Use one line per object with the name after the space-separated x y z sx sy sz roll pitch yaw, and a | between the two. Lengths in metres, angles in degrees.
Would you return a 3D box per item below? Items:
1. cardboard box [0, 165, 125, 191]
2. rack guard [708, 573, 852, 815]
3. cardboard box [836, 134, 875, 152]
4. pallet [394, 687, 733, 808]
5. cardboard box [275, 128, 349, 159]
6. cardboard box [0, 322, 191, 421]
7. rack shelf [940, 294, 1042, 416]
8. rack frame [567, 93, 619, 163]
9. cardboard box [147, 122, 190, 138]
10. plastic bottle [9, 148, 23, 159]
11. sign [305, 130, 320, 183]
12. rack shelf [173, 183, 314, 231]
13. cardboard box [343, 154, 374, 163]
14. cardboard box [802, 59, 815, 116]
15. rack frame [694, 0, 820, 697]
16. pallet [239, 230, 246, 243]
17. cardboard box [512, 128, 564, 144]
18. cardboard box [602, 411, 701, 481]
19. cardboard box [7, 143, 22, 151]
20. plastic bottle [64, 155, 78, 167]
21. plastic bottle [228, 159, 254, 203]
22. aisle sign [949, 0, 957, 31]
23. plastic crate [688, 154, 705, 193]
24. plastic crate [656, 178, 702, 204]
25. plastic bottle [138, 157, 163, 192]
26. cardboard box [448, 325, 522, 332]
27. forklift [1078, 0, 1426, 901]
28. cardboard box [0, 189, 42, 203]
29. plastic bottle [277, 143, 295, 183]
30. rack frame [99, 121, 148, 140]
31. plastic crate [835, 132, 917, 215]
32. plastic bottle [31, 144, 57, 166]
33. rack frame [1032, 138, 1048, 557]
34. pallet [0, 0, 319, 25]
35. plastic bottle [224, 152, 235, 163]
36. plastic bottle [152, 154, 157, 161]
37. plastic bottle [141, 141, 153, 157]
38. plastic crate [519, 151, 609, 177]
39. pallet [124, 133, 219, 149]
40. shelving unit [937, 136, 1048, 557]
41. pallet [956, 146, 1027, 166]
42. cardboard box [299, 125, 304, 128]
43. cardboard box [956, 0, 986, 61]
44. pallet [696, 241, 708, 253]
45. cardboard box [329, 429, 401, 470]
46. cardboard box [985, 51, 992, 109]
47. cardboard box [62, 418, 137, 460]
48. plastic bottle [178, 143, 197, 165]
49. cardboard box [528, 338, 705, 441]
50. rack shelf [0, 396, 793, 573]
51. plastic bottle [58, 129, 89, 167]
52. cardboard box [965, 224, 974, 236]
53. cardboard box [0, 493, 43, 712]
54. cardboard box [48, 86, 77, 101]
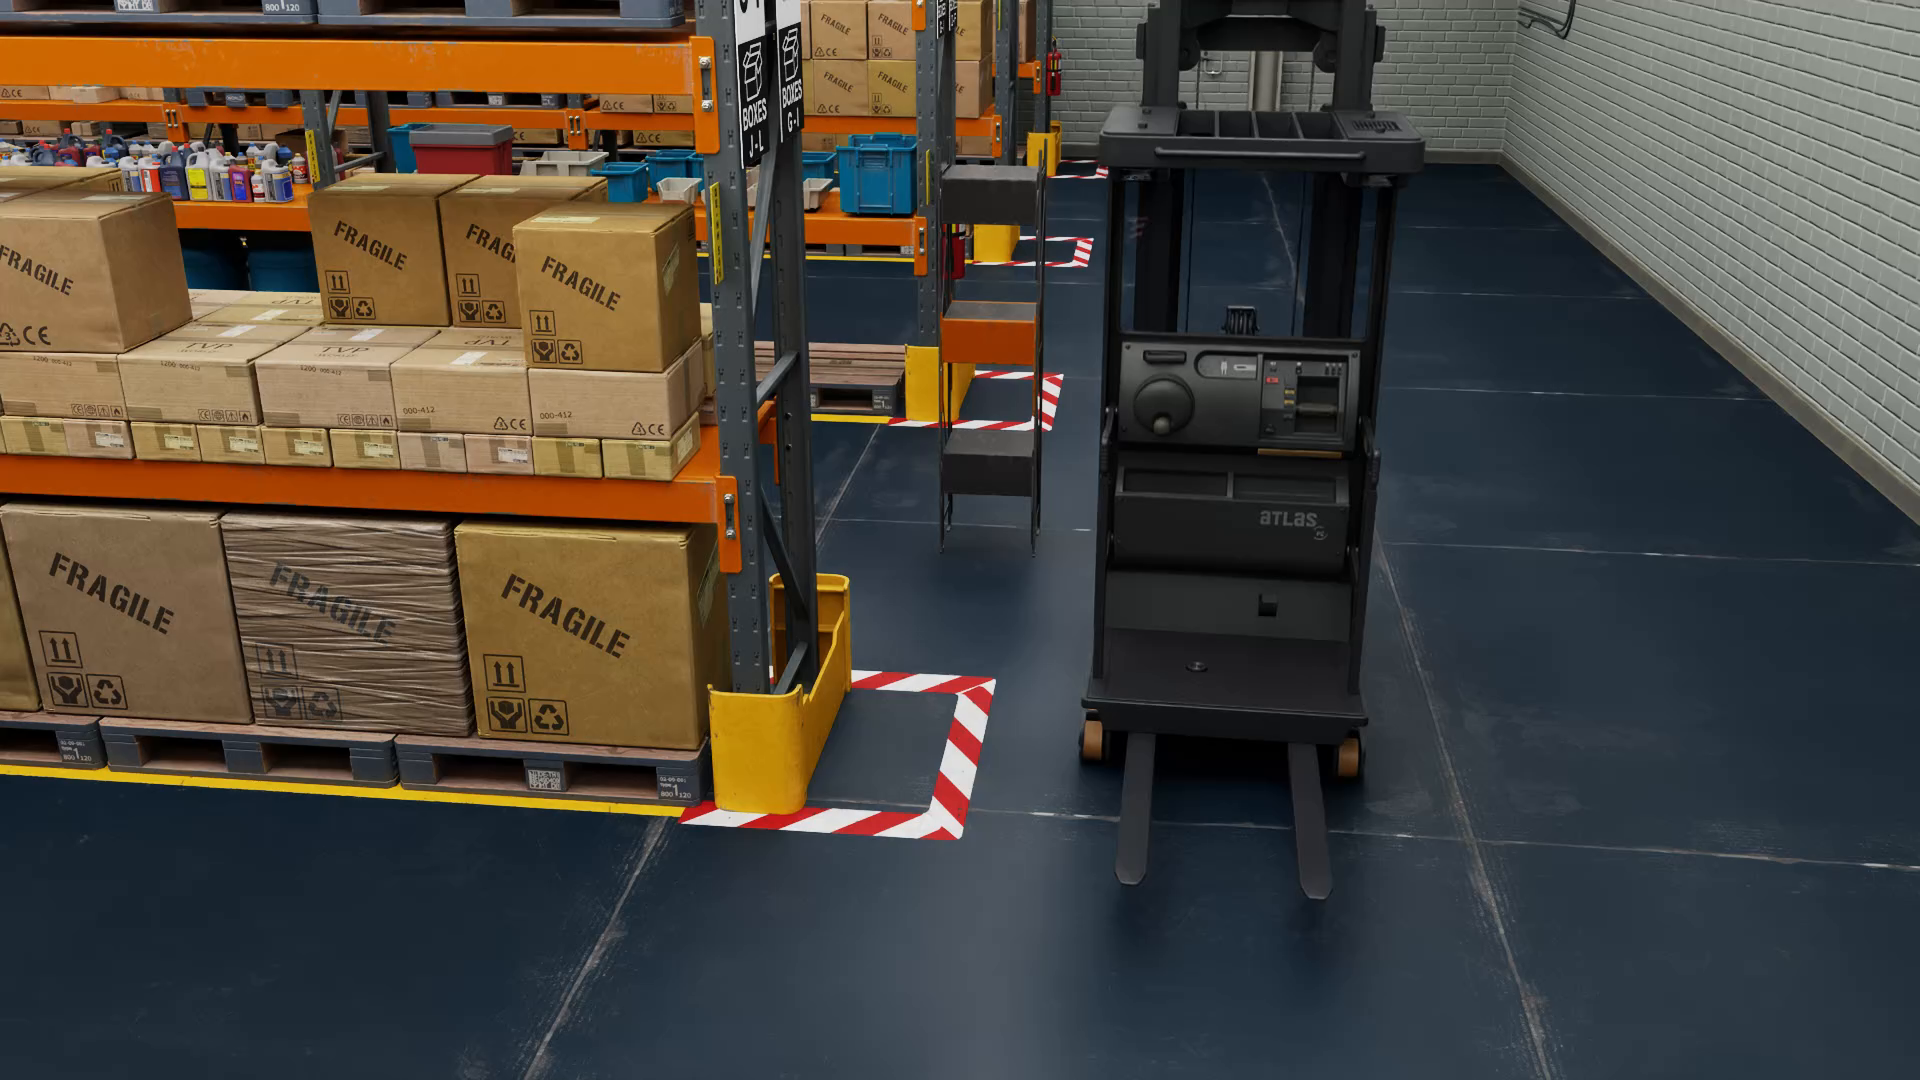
-3.720 -1.217 6.718 0.500 0.500 0.500 3 22 7 | cardboard box
-0.709 0.591 6.764 0.348 0.500 1.175 2 22 6 | rack guard
-1.217 -5.088 20.557 0.500 0.500 0.700 3 22 8 | cardboard box
-1.536 0.719 6.835 1.213 0.211 1.003 2 22 6 | pallet
-6.495 -3.970 16.683 0.500 0.250 0.500 3 22 8 | cardboard box
-3.261 -0.654 6.314 0.500 0.250 0.500 3 22 8 | cardboard box
0.164 -0.957 8.541 0.480 0.518 0.431 2 22 6 | rack shelf
-3.535 -4.362 15.893 0.127 3.000 1.000 2 22 6 | rack frame
-10.167 -5.533 21.657 0.500 0.500 0.700 3 22 8 | cardboard box
-6.817 -2.730 12.035 0.097 0.201 0.097 0 22 0 | plastic bottle
-4.188 -2.481 10.760 0.005 0.325 0.100 2 22 6 | sign
-6.108 -2.305 11.670 4.000 0.370 1.077 2 22 6 | rack shelf
-6.037 -3.600 16.767 0.500 0.500 0.500 2 22 4 | cardboard box
-1.551 -4.222 15.403 0.500 0.500 0.500 2 22 6 | cardboard box
-0.733 -0.572 6.307 0.127 3.000 1.000 2 22 6 | rack frame
-6.770 -3.192 16.726 1.213 0.211 1.003 2 22 6 | pallet
-5.344 -5.419 20.920 0.750 0.750 0.750 2 22 6 | cardboard box
-1.125 -0.350 6.088 0.250 0.149 0.380 3 22 7 | cardboard box
-10.031 -3.930 17.206 0.500 0.311 0.500 2 22 6 | cardboard box
-6.023 -2.469 11.280 0.097 0.271 0.097 0 22 0 | plastic bottle
-4.786 -2.392 11.068 0.133 0.283 0.061 2 22 6 | plastic bottle
-0.043 -3.695 10.669 0.004 0.787 0.394 2 22 6 | aisle sign
-1.664 -2.518 11.376 0.300 0.233 0.416 2 22 6 | plastic crate
-1.842 -2.282 10.909 0.250 0.136 0.298 2 22 6 | plastic crate
-5.415 -2.432 11.181 0.135 0.276 0.152 2 22 6 | plastic bottle
-1.694 -0.780 6.632 0.500 0.250 0.500 2 22 6 | cardboard box
1.072 -0.559 6.368 1.130 2.935 3.031 3 22 8 | forklift
-3.771 -1.024 6.230 0.500 0.500 0.500 2 22 6 | cardboard box
-4.782 -2.674 11.797 0.097 0.271 0.097 0 22 0 | plastic bottle
-10.900 -6.517 21.343 0.127 3.000 1.000 2 22 6 | rack frame
-0.504 -2.371 10.728 0.499 0.435 0.616 2 22 6 | plastic crate
-6.167 -2.498 11.247 0.185 0.351 0.144 2 22 6 | plastic bottle
0.407 -0.959 8.509 0.015 2.100 0.400 2 22 6 | rack frame
-2.685 -2.006 5.974 1.213 0.211 1.003 2 22 6 | pallet
-5.205 -2.659 11.857 0.097 0.201 0.097 0 22 0 | plastic bottle
-5.683 -2.624 11.767 0.097 0.201 0.097 0 22 0 | plastic bottle
-5.798 -2.718 11.909 0.097 0.271 0.097 0 22 0 | plastic bottle
-2.627 -2.393 10.992 0.530 0.282 0.437 2 22 6 | plastic crate
-10.127 -5.187 21.772 1.213 0.211 1.003 2 22 6 | pallet
0.164 -0.969 8.536 0.503 2.100 0.431 2 22 6 | shelving unit
0.213 -4.707 20.558 1.213 0.211 1.003 2 22 6 | pallet
-8.147 -5.463 21.479 0.500 0.500 0.700 2 22 6 | cardboard box
-0.037 -4.619 15.047 0.500 0.500 0.500 2 22 6 | cardboard box
-2.853 -3.035 16.329 1.213 0.211 1.003 2 22 6 | pallet
-2.139 -0.394 6.198 0.250 0.149 0.380 2 22 5 | cardboard box
0.027 -4.351 15.729 0.500 0.500 0.500 3 22 7 | cardboard box
-3.163 -0.438 6.310 0.250 0.149 0.380 3 22 7 | cardboard box
-5.240 -2.511 11.279 0.185 0.351 0.144 2 22 6 | plastic bottle
-1.245 -0.565 6.088 0.500 0.250 0.500 2 22 5 | cardboard box
-2.719 -0.324 6.658 4.000 0.370 1.077 2 22 6 | rack shelf
-6.354 -2.770 11.934 0.185 0.351 0.144 2 22 6 | plastic bottle
-0.132 -3.164 15.666 0.500 0.500 0.500 2 22 6 | cardboard box
-4.059 0.105 6.912 0.875 0.875 0.875 2 22 6 | cardboard box
-8.780 -4.453 16.464 0.250 0.149 0.380 4 22 10 | cardboard box
